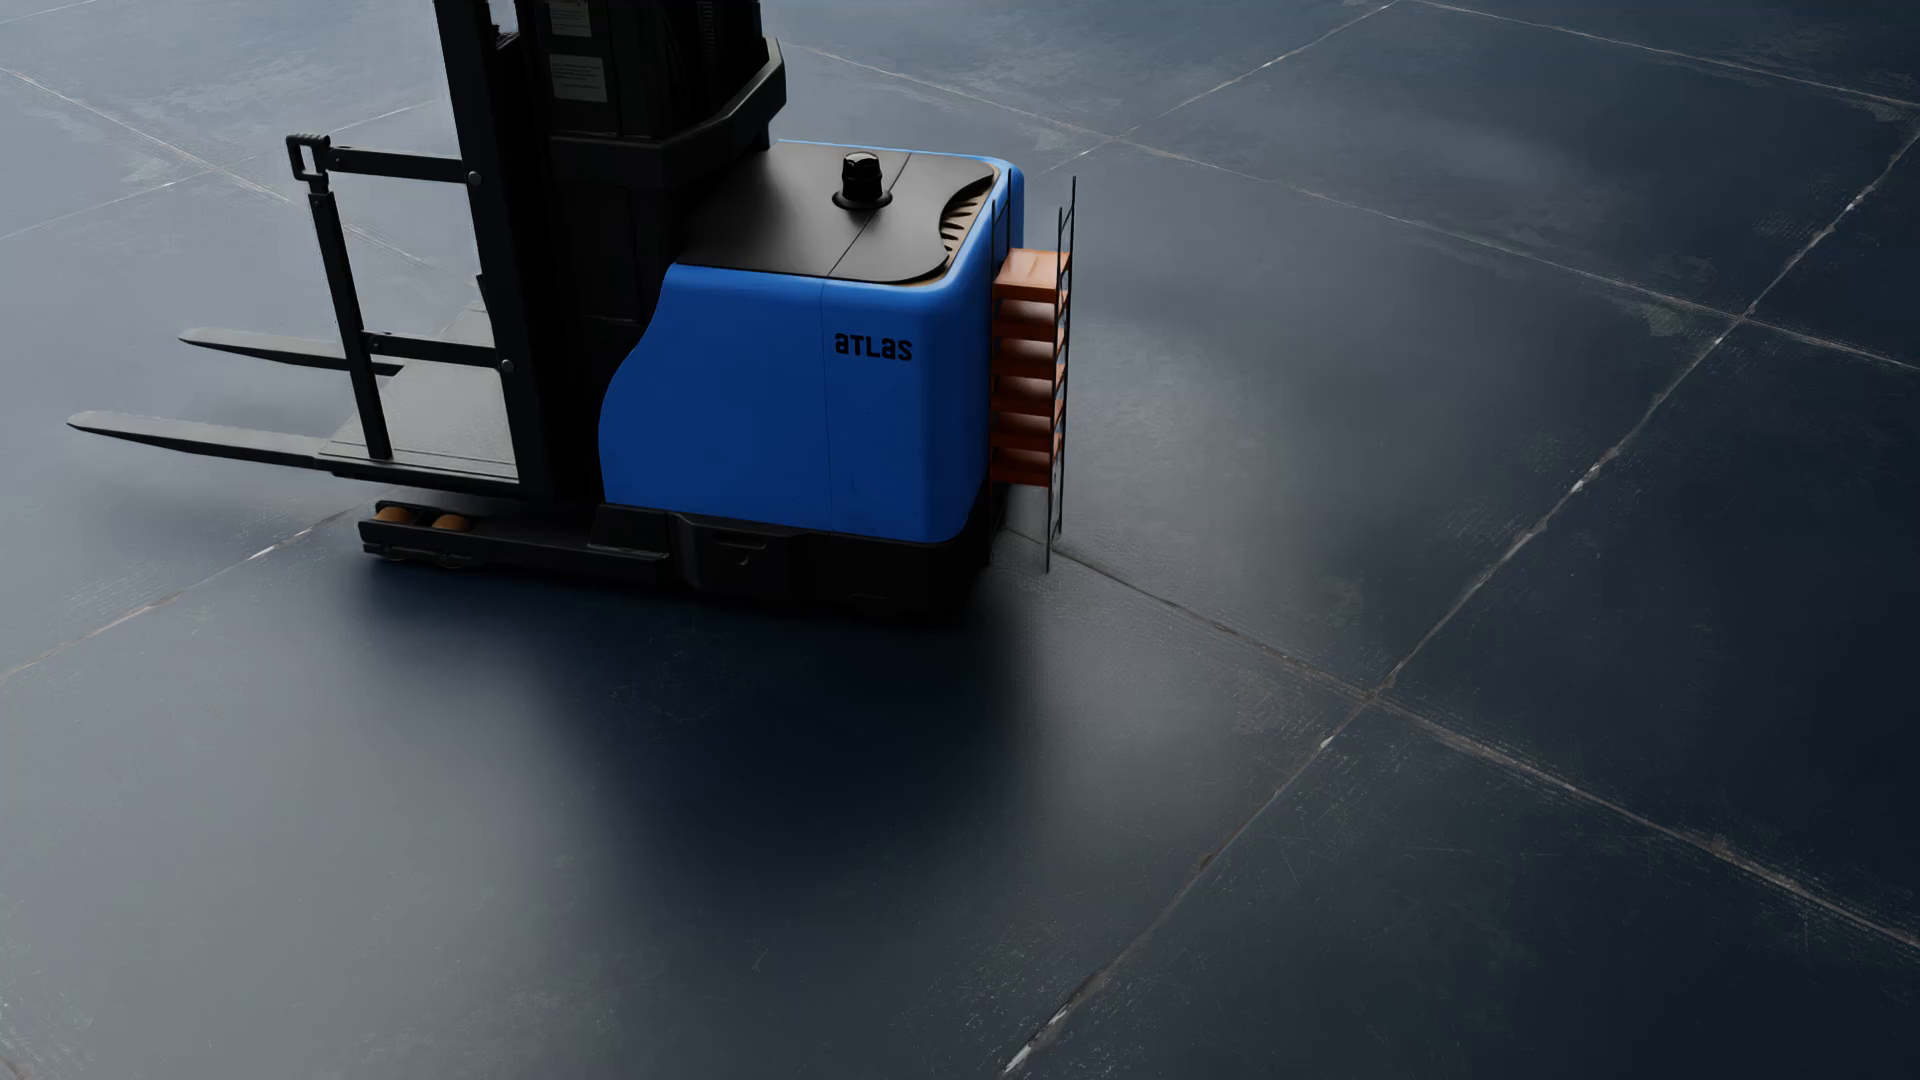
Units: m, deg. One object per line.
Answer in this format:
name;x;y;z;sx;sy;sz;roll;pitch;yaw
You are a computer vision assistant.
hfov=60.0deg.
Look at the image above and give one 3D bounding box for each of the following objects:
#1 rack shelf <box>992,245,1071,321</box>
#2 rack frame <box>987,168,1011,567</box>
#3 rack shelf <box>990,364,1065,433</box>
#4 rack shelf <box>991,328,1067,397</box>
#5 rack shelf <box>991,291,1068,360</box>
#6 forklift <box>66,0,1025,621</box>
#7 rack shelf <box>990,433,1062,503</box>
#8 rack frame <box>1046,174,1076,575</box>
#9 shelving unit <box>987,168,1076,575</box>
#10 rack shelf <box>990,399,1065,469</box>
rack shelf;0.203;-0.727;4.691;0.180;0.103;0.258;7;35;11
rack frame;0.114;-0.478;4.886;0.006;1.200;0.240;7;35;11
rack shelf;0.203;-0.430;4.894;0.180;0.103;0.258;7;35;11
rack shelf;0.203;-0.529;4.827;0.180;0.103;0.258;7;35;11
rack shelf;0.203;-0.628;4.759;0.180;0.103;0.258;7;35;11
forklift;-1.364;-1.401;4.701;3.031;2.935;1.130;7;35;11
rack shelf;0.203;-0.232;5.030;0.180;0.103;0.258;7;35;11
rack frame;0.293;-0.455;4.853;0.006;1.200;0.240;7;35;11
shelving unit;0.203;-0.466;4.869;0.189;1.200;0.258;7;35;11
rack shelf;0.203;-0.331;4.962;0.180;0.103;0.258;7;35;11
